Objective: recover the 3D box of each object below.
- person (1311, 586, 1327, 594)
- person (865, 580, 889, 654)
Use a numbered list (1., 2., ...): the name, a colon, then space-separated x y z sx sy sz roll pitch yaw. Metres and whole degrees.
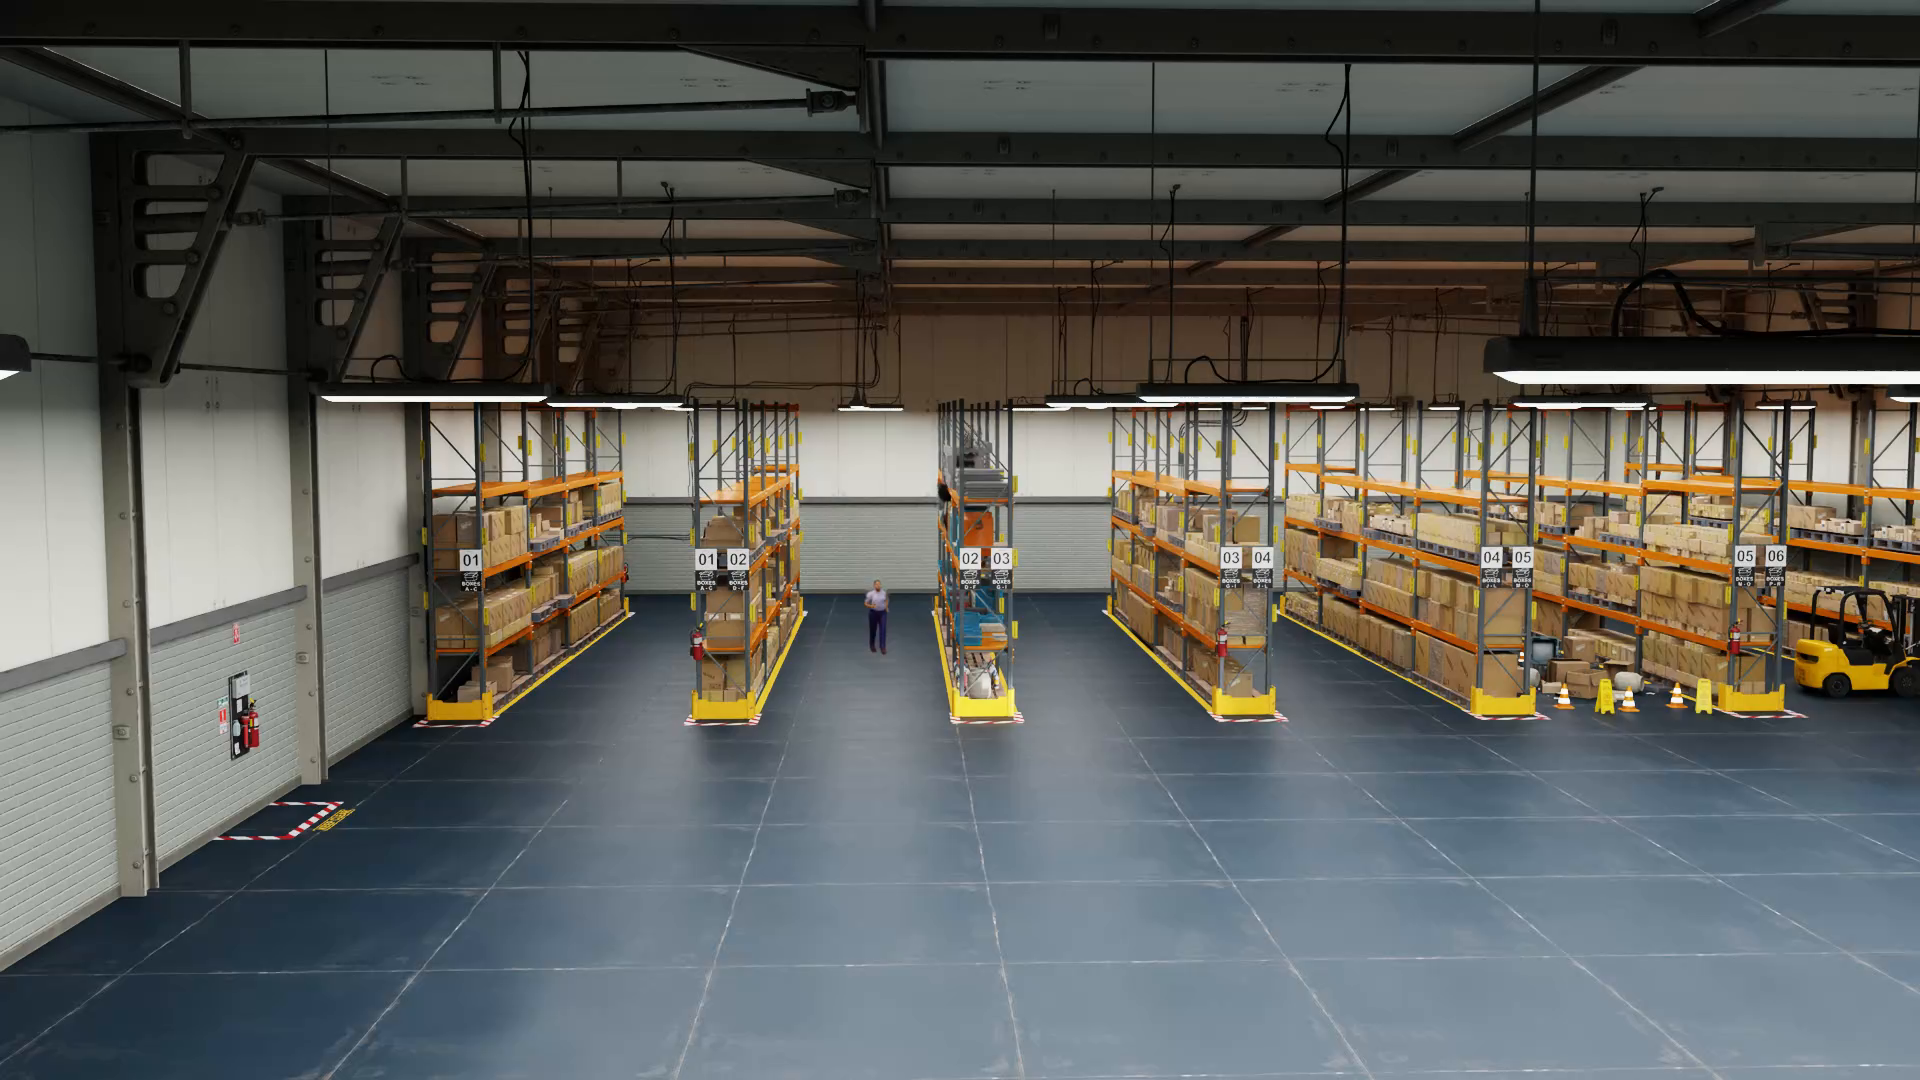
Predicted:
1. person: 10.559 1.240 48.829 0.605 1.604 0.622 -3 6 -38
2. person: -1.865 1.746 37.777 0.609 1.687 0.858 -1 5 -16
